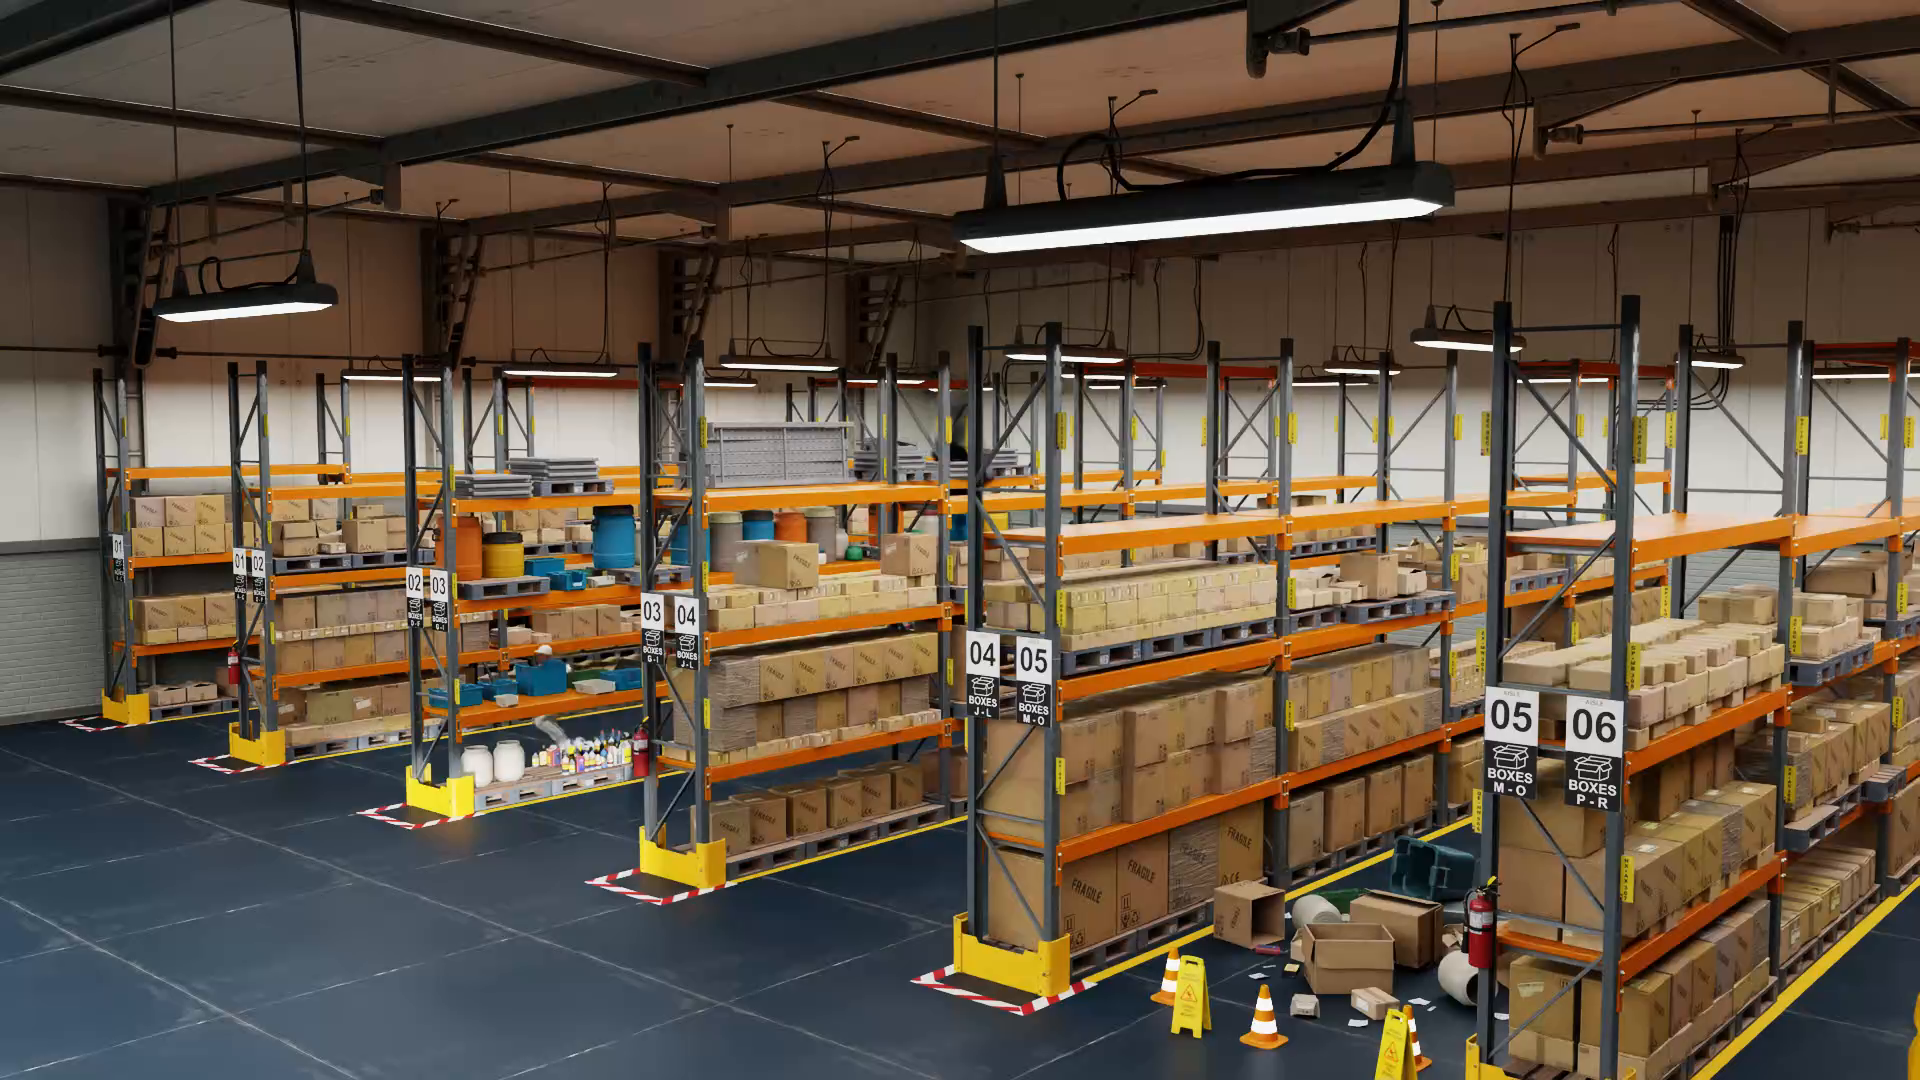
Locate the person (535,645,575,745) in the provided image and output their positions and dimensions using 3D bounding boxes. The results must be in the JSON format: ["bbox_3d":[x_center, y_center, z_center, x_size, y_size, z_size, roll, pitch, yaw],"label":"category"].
[{"bbox_3d":[-6.228,2.438,25.213,0.743,1.707,0.721,4,6,44],"label":"person"}]
